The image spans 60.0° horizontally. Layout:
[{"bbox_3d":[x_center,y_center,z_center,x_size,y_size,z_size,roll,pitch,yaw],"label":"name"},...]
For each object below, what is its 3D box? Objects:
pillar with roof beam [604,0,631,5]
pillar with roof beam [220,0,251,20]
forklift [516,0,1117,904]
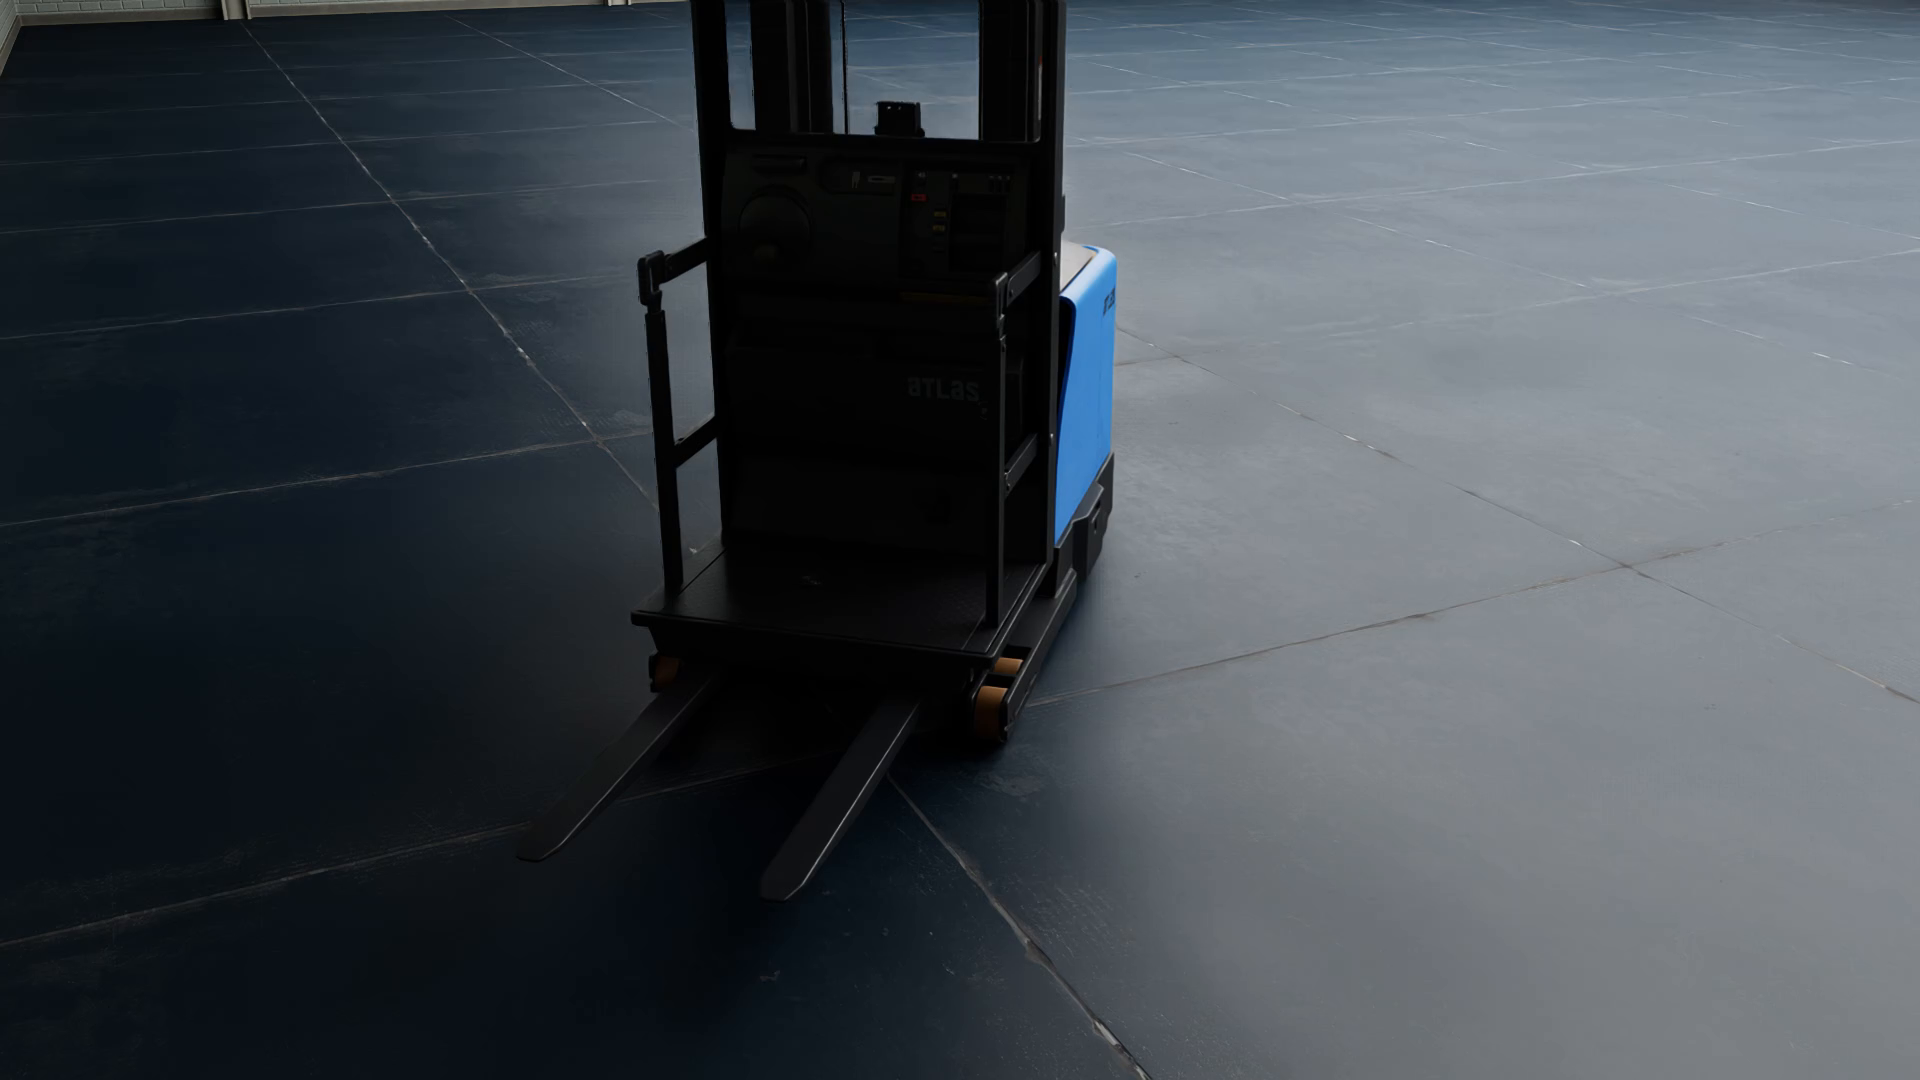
[{"bbox_3d":[-3.938,-11.755,22.882,0.400,9.000,9.100,-10,25,-24],"label":"pillar with roof beam"},{"bbox_3d":[-9.344,-10.760,20.478,0.400,9.000,9.100,-10,25,-24],"label":"pillar with roof beam"},{"bbox_3d":[-0.308,-0.932,4.668,1.130,2.935,3.031,6,23,14],"label":"forklift"}]
